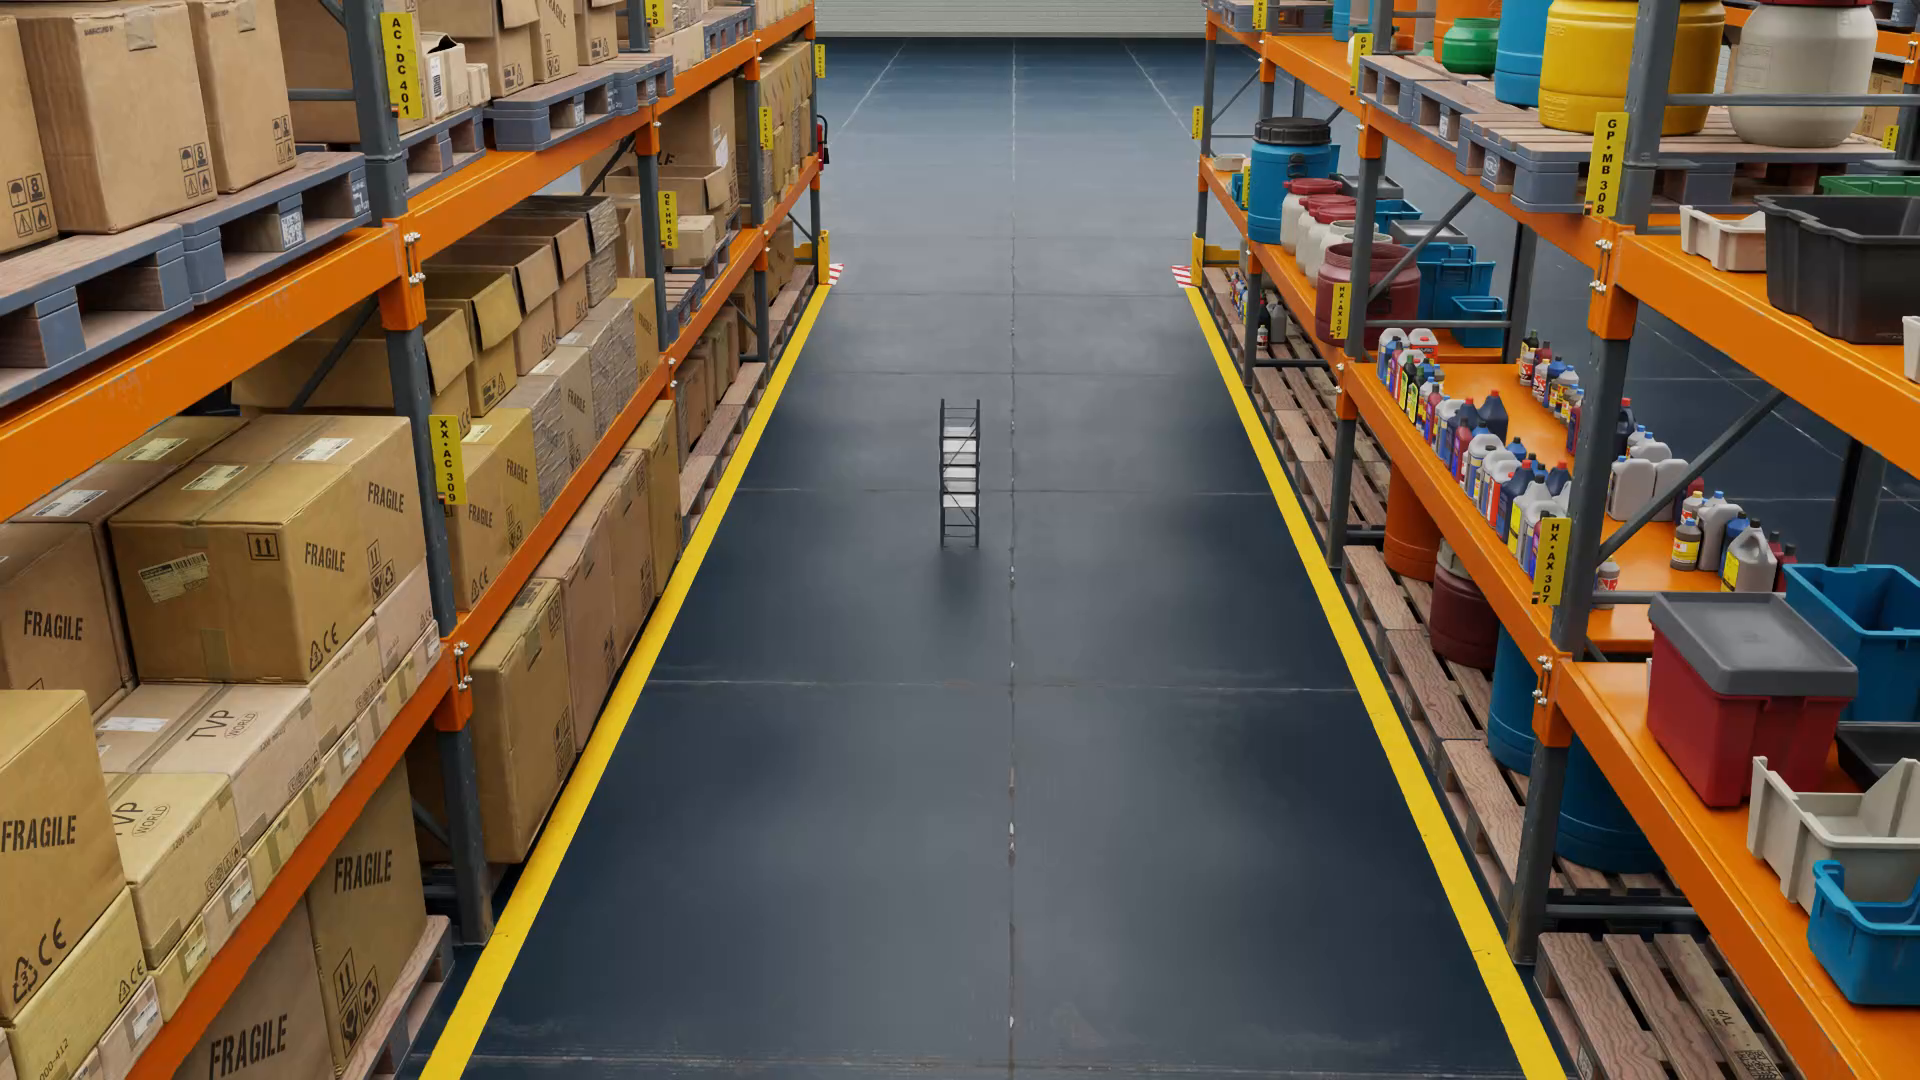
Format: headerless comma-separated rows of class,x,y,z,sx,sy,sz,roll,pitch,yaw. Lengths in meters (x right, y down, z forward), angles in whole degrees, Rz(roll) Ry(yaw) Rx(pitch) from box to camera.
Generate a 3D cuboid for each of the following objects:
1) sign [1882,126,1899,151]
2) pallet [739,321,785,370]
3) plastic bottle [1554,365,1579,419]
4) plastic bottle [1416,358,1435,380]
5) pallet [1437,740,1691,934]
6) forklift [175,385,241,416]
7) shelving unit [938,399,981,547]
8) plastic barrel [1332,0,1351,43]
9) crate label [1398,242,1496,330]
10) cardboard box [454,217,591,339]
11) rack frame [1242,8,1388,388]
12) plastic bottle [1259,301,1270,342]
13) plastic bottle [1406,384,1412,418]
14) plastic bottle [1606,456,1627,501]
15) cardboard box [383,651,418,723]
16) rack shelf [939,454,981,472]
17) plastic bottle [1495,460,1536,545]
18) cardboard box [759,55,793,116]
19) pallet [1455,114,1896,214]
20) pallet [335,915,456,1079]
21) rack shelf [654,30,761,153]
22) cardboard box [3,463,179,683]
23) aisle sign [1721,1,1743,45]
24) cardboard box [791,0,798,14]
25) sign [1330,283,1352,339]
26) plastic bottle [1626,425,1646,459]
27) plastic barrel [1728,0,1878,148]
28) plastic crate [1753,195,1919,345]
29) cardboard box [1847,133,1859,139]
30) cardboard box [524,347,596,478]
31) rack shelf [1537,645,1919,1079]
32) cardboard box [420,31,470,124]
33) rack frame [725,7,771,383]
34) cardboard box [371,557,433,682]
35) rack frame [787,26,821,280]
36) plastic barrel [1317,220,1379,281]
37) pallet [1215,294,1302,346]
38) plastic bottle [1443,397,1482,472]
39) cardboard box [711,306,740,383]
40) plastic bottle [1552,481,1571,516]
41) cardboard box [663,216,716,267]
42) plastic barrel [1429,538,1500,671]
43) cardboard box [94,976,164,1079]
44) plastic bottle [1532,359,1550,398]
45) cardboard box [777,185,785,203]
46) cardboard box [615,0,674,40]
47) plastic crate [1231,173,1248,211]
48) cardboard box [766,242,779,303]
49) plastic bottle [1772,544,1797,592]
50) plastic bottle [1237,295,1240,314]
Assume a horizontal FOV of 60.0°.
sign,7.252,-3.071,12.991,0.100,0.325,0.005,1,21,2
pallet,-2.109,-1.679,14.563,1.003,0.211,1.213,1,21,2
plastic bottle,3.108,-0.758,8.513,0.097,0.271,0.097,0,21,0
plastic bottle,2.414,-0.812,8.653,0.097,0.271,0.097,0,21,0
pallet,2.678,1.233,7.059,1.003,0.211,1.213,1,21,2
forklift,-5.157,-1.404,10.097,3.031,2.935,1.130,-10,23,-23
shelving unit,0.000,-0.417,10.359,0.258,0.900,0.210,1,21,2
plastic barrel,3.058,-4.127,12.178,0.600,0.901,0.708,1,21,2
crate label,3.035,-1.607,10.476,0.502,0.435,0.616,1,21,2
cardboard box,-2.277,-1.304,8.217,0.797,0.503,0.637,1,21,3
rack frame,2.856,-2.681,13.292,1.000,3.000,0.127,1,21,2
plastic bottle,2.588,-1.887,14.299,0.144,0.351,0.185,0,21,0
plastic bottle,2.349,-0.732,8.543,0.097,0.201,0.097,0,21,0
plastic bottle,2.918,-0.272,7.358,0.097,0.201,0.097,0,21,0
cardboard box,-2.027,0.481,5.489,0.380,0.149,0.250,1,21,3
rack shelf,0.000,-0.469,10.338,0.258,0.077,0.200,1,21,2
plastic bottle,2.319,-0.168,6.884,0.144,0.351,0.185,1,21,2
cardboard box,-1.793,-4.089,14.989,0.500,0.500,0.500,1,21,2
pallet,2.539,-1.383,6.062,1.213,0.211,1.003,1,21,2
pallet,-2.439,1.731,5.775,1.003,0.211,1.213,1,21,2
rack shelf,-2.155,-3.075,11.156,1.077,0.370,4.000,1,21,2
cardboard box,-2.631,0.087,4.917,0.500,0.500,0.500,1,21,2
aisle sign,7.625,-5.310,16.475,0.394,0.787,0.004,1,21,2
cardboard box,-1.770,-4.967,15.245,0.500,0.250,0.500,1,21,3
sign,2.184,-1.314,9.544,0.100,0.325,0.005,1,21,2
plastic bottle,3.077,-0.387,7.557,0.097,0.271,0.097,0,21,0
plastic barrel,2.879,-1.633,5.677,0.433,0.535,0.433,0,21,0
plastic crate,2.301,-0.680,4.168,0.497,0.269,0.590,1,21,2
cardboard box,7.623,-3.354,13.991,0.380,0.149,0.250,1,21,2
cardboard box,-2.034,-0.603,7.797,0.500,0.500,0.500,1,21,3
rack shelf,2.552,1.270,4.103,1.077,0.370,4.000,1,21,2
cardboard box,-2.215,-1.791,6.394,0.500,0.311,0.500,0,21,0
rack frame,-2.095,-2.735,13.432,1.000,3.000,0.127,1,21,2
cardboard box,-2.089,0.251,5.532,0.500,0.250,0.500,0,21,1
rack frame,-1.973,-4.182,17.159,1.000,3.000,0.127,1,21,2
plastic barrel,2.565,-1.813,10.901,0.421,0.512,0.421,0,21,0
pallet,2.953,-2.065,15.560,1.003,0.211,1.213,1,21,2
plastic bottle,2.347,-0.500,7.738,0.144,0.351,0.185,1,21,2
cardboard box,-2.135,-1.553,13.233,0.700,0.500,0.500,-1,21,-3
plastic bottle,2.458,-0.100,6.707,0.144,0.351,0.185,1,21,2
cardboard box,-1.935,-2.018,11.211,0.500,0.250,0.500,0,21,0
plastic barrel,2.702,0.279,8.416,0.600,0.588,0.708,1,21,2
cardboard box,-2.082,1.131,3.815,0.380,0.149,0.250,0,21,1
plastic bottle,3.120,-0.866,8.889,0.097,0.201,0.097,0,21,0
cardboard box,-1.740,-3.054,14.601,0.380,0.149,0.250,1,21,2
cardboard box,-1.945,-3.134,9.484,0.500,0.500,0.500,1,21,2
plastic crate,2.618,-3.015,14.357,0.499,0.251,0.616,1,21,2
cardboard box,-2.031,-2.544,15.813,0.500,0.500,0.500,3,21,7
plastic bottle,3.050,0.138,6.187,0.061,0.283,0.133,1,21,2
plastic bottle,2.595,-2.180,15.260,0.097,0.201,0.097,0,21,0
